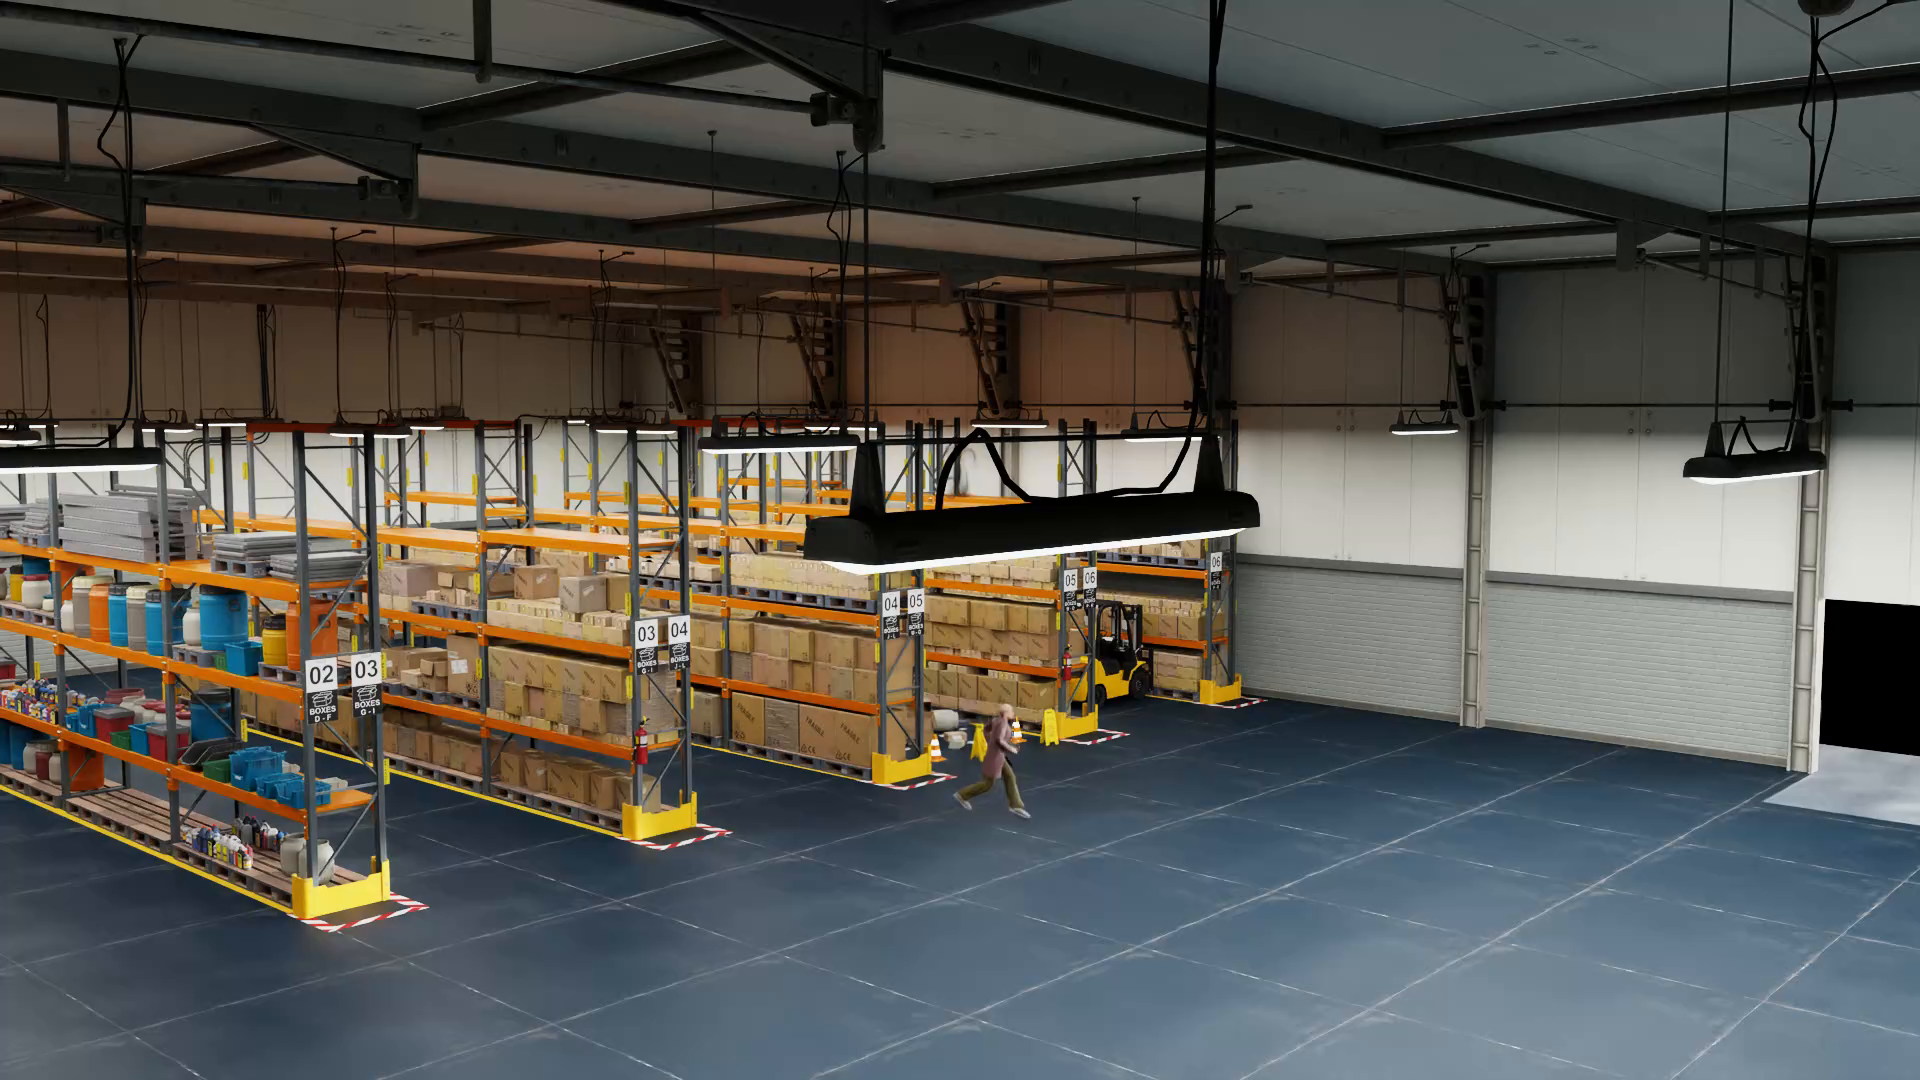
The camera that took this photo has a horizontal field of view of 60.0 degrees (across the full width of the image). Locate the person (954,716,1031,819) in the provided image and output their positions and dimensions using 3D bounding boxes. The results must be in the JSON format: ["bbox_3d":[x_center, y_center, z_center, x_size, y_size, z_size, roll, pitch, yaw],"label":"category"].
[{"bbox_3d":[0.525,3.479,25.401,1.127,1.591,0.713,0,5,-1],"label":"person"}]
